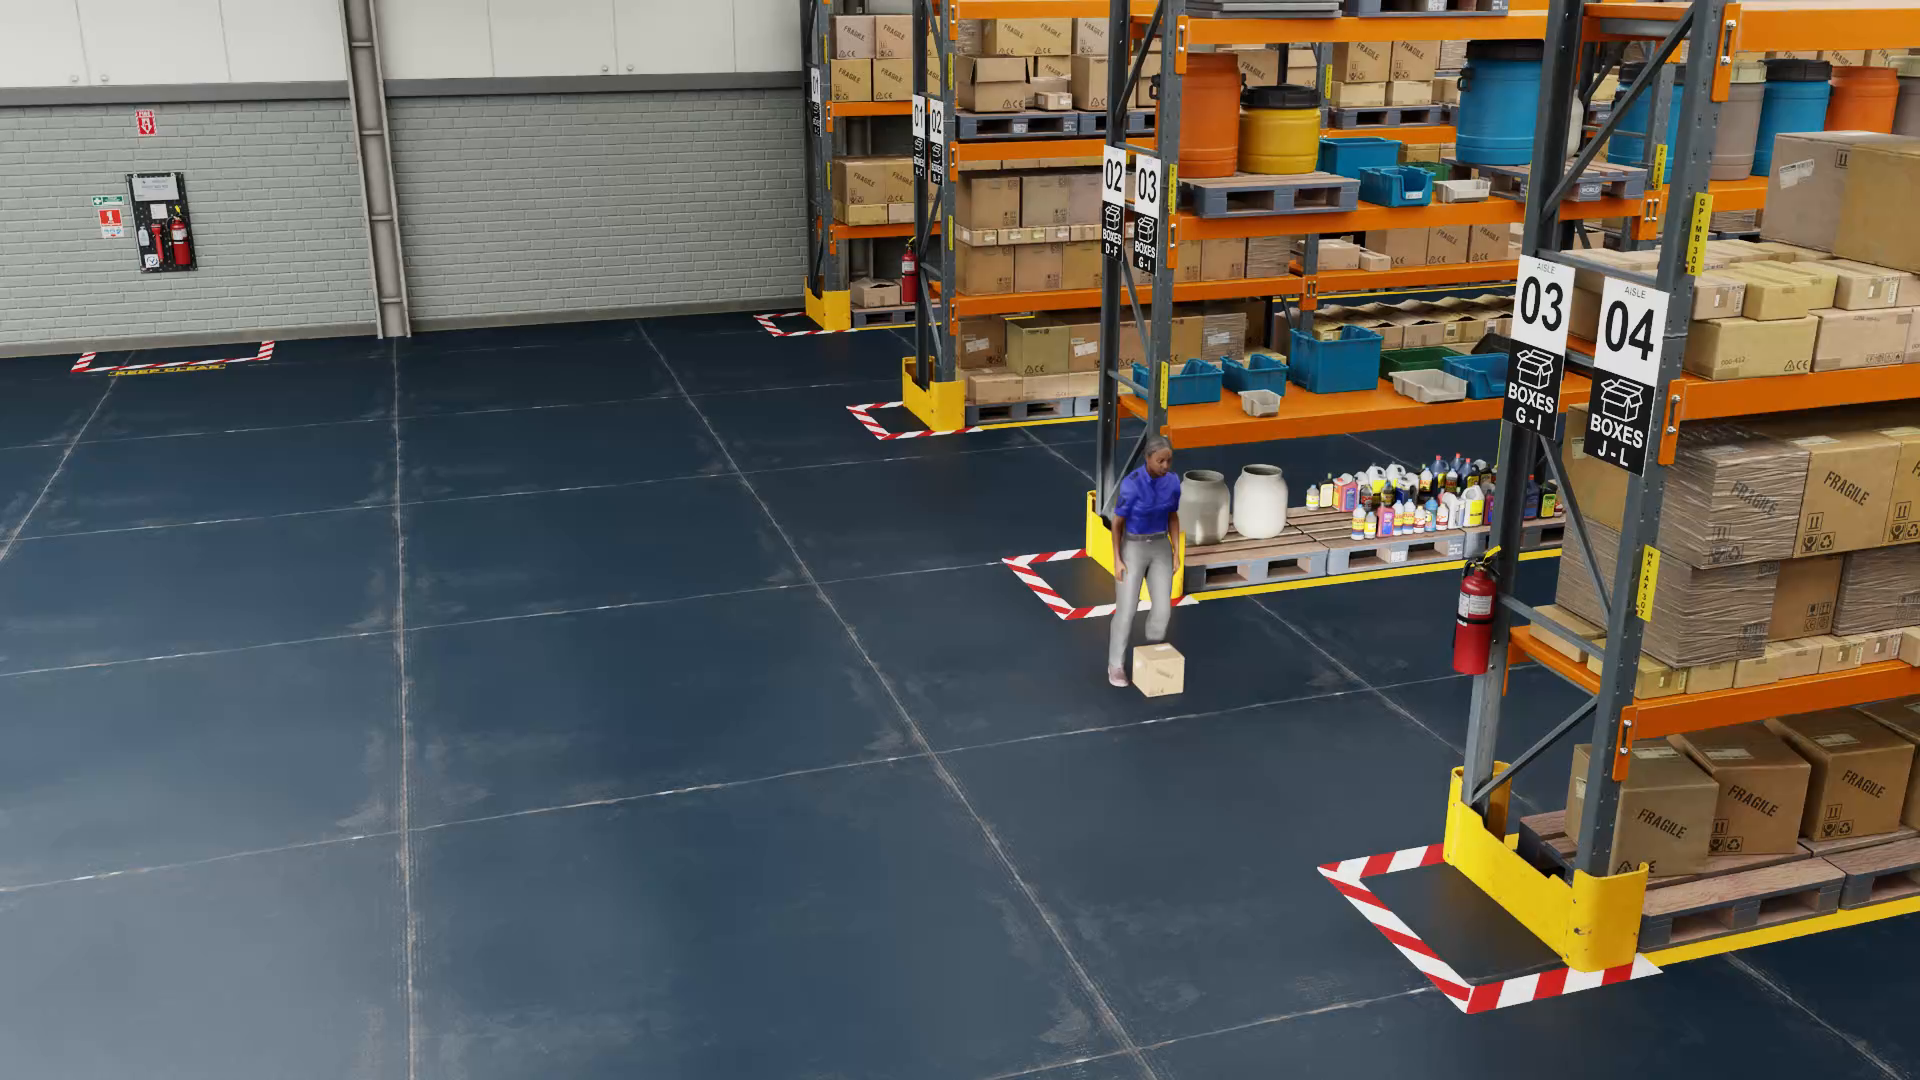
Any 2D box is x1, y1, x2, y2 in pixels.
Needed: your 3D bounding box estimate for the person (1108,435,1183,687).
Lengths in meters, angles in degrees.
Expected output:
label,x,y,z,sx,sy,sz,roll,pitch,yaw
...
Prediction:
label,x,y,z,sx,sy,sz,roll,pitch,yaw
person,1.206,0.109,10.765,0.532,1.655,0.349,-7,21,-20
